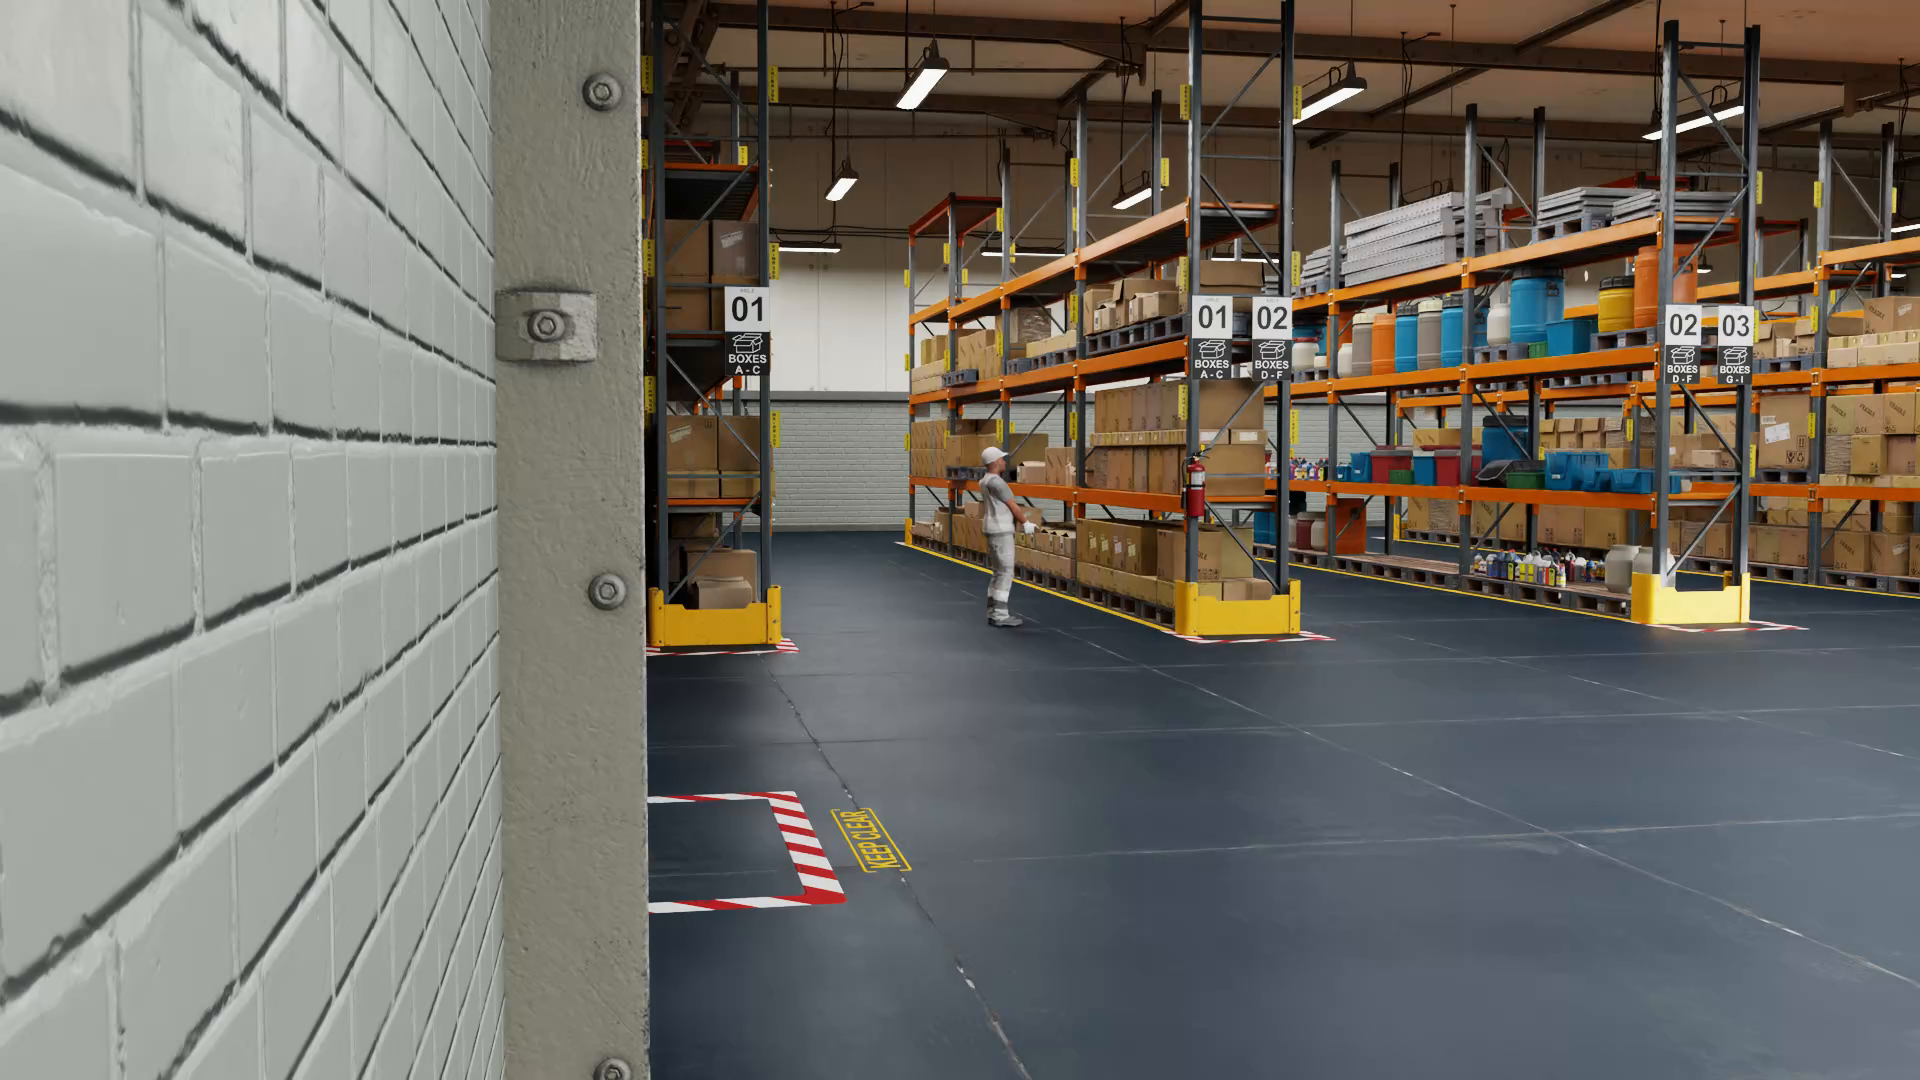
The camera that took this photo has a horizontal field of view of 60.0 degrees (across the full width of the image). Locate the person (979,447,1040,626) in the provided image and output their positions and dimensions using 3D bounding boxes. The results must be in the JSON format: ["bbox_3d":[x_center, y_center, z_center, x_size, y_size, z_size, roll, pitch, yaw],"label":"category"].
[{"bbox_3d":[0.488,-0.041,16.656,0.563,1.783,0.494,-1,3,-11],"label":"person"}]
